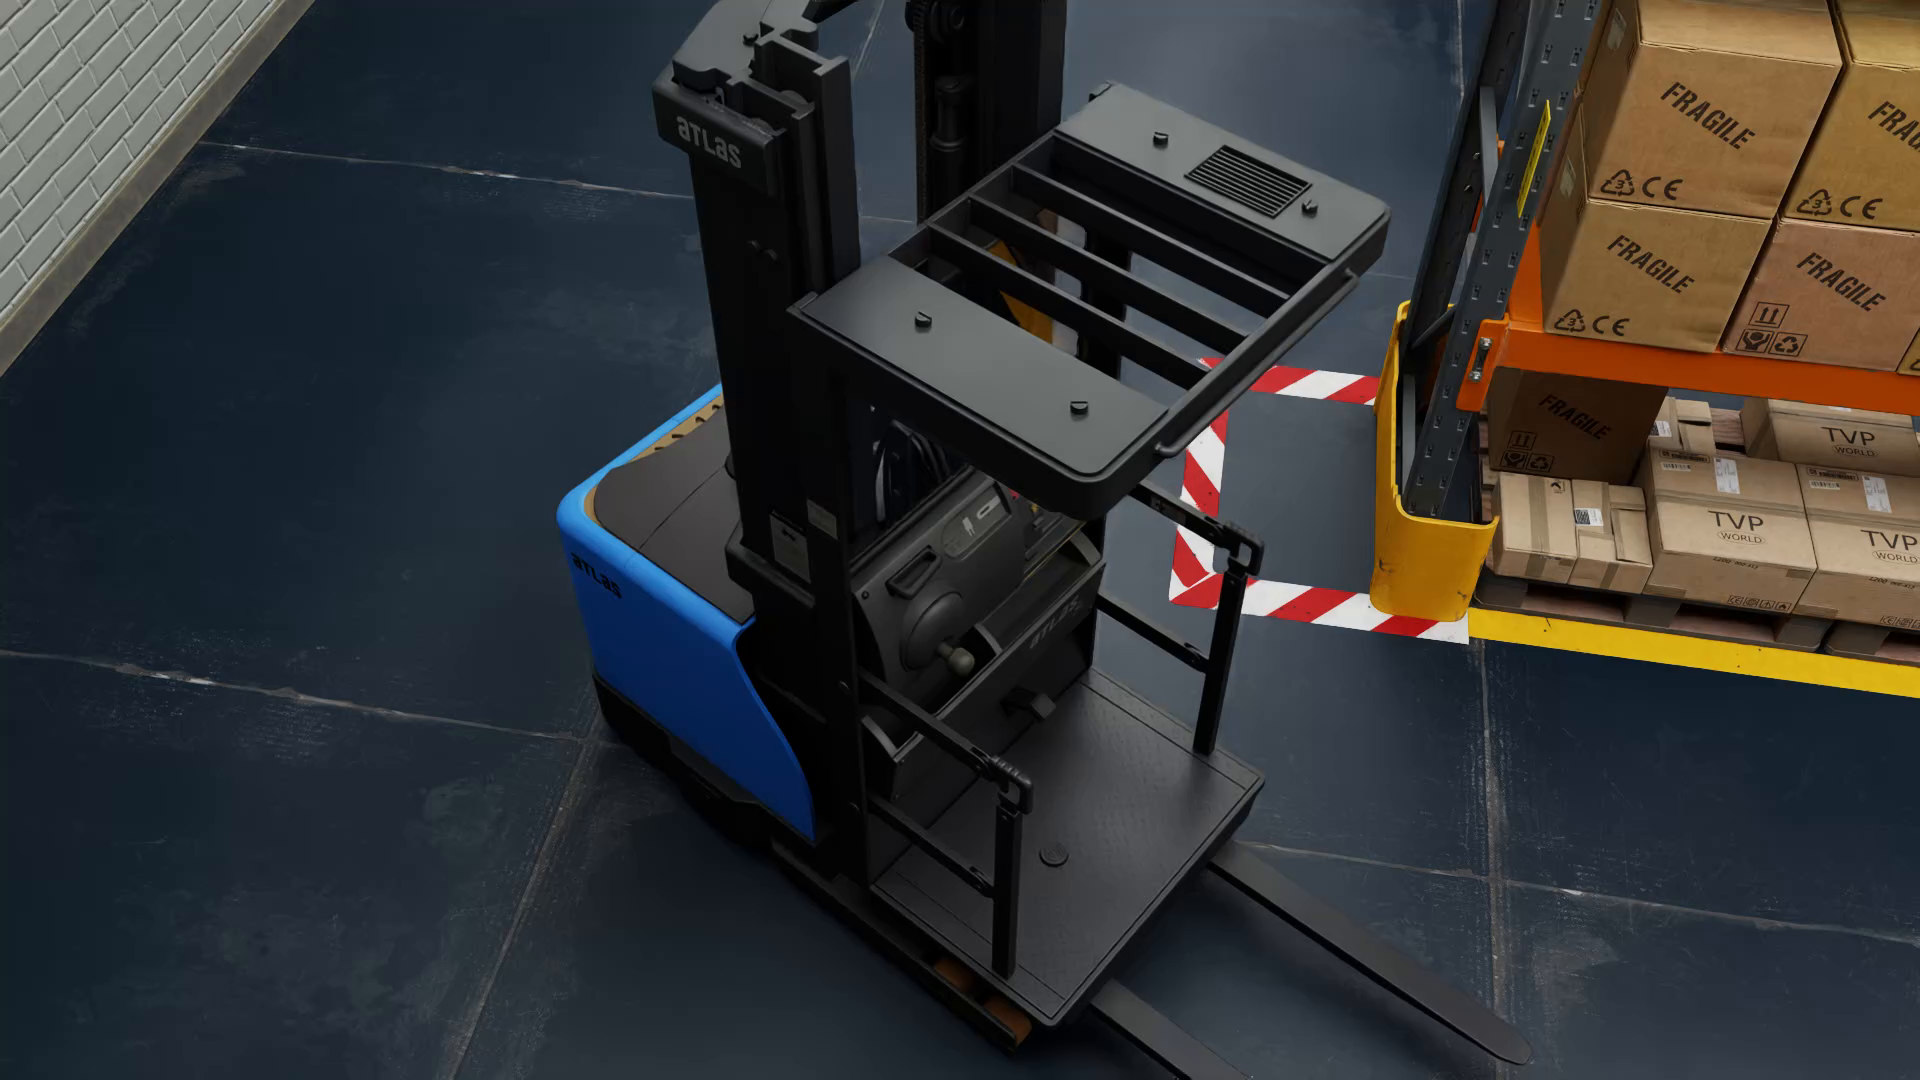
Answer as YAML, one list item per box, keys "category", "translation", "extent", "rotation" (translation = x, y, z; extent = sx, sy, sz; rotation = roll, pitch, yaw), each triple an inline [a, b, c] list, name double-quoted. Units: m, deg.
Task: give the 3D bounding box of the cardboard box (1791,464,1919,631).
- category: "cardboard box"
  translation: [3.149, 0.024, 5.764]
  extent: [0.500, 0.250, 0.500]
  rotation: [8, 49, 7]

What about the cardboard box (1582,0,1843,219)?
- category: "cardboard box"
  translation: [2.070, -1.275, 4.640]
  extent: [0.500, 0.500, 0.500]
  rotation: [9, 49, 8]

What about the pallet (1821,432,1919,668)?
- category: "pallet"
  translation: [3.737, 0.051, 6.063]
  extent: [1.213, 0.211, 1.003]
  rotation: [8, 49, 7]

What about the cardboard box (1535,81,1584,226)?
- category: "cardboard box"
  translation: [2.170, -1.333, 5.364]
  extent: [0.500, 0.500, 0.500]
  rotation: [9, 49, 8]

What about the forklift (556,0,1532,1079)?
- category: "forklift"
  translation: [0.237, 0.065, 4.221]
  extent: [3.031, 2.935, 1.130]
  rotation: [32, 56, 26]

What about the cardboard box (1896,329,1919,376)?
- category: "cardboard box"
  translation: [3.072, -0.808, 4.892]
  extent: [0.500, 0.500, 0.500]
  rotation: [8, 49, 7]

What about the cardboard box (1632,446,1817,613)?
- category: "cardboard box"
  translation: [2.657, -0.042, 5.824]
  extent: [0.500, 0.250, 0.500]
  rotation: [8, 49, 7]

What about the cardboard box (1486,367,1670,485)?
- category: "cardboard box"
  translation: [2.260, -0.579, 6.139]
  extent: [0.500, 0.500, 0.500]
  rotation: [8, 49, 7]

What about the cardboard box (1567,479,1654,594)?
- category: "cardboard box"
  translation: [2.278, -0.019, 5.860]
  extent: [0.250, 0.166, 0.380]
  rotation: [8, 49, 7]

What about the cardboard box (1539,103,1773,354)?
- category: "cardboard box"
  translation: [2.070, -0.941, 5.012]
  extent: [0.500, 0.500, 0.500]
  rotation: [9, 49, 8]

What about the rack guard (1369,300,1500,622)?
- category: "rack guard"
  translation: [1.755, -0.314, 6.196]
  extent: [0.348, 0.500, 1.175]
  rotation: [8, 49, 7]

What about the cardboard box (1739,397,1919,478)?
- category: "cardboard box"
  translation: [3.189, -0.348, 6.099]
  extent: [0.500, 0.250, 0.500]
  rotation: [8, 49, 7]

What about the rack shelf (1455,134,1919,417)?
- category: "rack shelf"
  translation: [3.649, -0.654, 5.305]
  extent: [4.000, 0.370, 1.077]
  rotation: [8, 49, 7]

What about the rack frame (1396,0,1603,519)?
- category: "rack frame"
  translation: [1.681, -1.159, 5.275]
  extent: [0.127, 3.000, 1.000]
  rotation: [8, 49, 7]

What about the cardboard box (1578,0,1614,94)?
- category: "cardboard box"
  translation: [2.168, -1.669, 4.994]
  extent: [0.500, 0.500, 0.500]
  rotation: [7, 48, 6]

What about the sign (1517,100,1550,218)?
- category: "sign"
  translation: [1.584, -1.052, 4.596]
  extent: [0.005, 0.325, 0.100]
  rotation: [8, 49, 7]

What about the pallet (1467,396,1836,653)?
- category: "pallet"
  translation: [2.540, -0.112, 6.209]
  extent: [1.213, 0.211, 1.003]
  rotation: [8, 49, 7]

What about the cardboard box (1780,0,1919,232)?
- category: "cardboard box"
  translation: [2.586, -1.212, 4.583]
  extent: [0.500, 0.500, 0.500]
  rotation: [8, 49, 7]

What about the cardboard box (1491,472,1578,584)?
- category: "cardboard box"
  translation: [2.032, -0.047, 5.896]
  extent: [0.250, 0.149, 0.380]
  rotation: [8, 49, 7]

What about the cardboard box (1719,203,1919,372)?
- category: "cardboard box"
  translation: [2.579, -0.877, 4.954]
  extent: [0.500, 0.500, 0.500]
  rotation: [7, 48, 6]

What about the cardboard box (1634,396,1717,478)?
- category: "cardboard box"
  translation: [2.642, -0.348, 6.155]
  extent: [0.250, 0.166, 0.380]
  rotation: [8, 49, 7]
